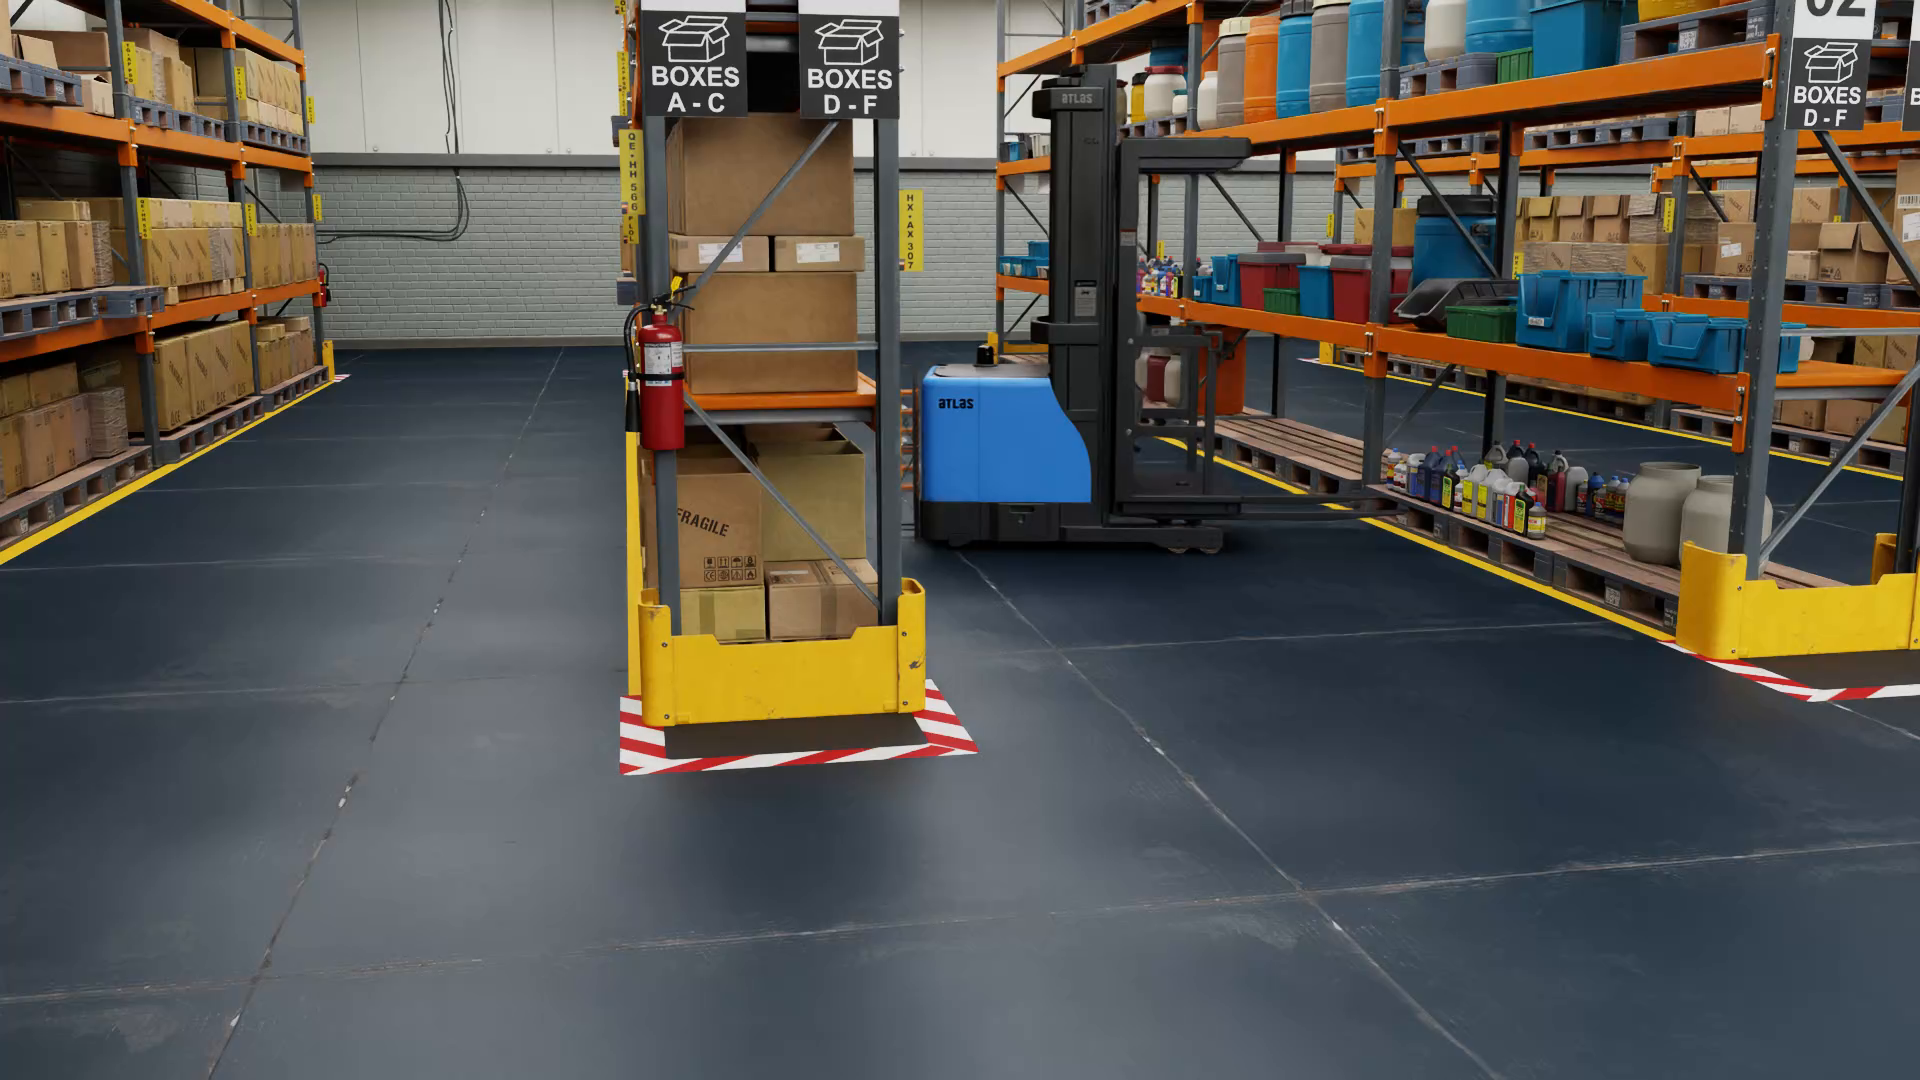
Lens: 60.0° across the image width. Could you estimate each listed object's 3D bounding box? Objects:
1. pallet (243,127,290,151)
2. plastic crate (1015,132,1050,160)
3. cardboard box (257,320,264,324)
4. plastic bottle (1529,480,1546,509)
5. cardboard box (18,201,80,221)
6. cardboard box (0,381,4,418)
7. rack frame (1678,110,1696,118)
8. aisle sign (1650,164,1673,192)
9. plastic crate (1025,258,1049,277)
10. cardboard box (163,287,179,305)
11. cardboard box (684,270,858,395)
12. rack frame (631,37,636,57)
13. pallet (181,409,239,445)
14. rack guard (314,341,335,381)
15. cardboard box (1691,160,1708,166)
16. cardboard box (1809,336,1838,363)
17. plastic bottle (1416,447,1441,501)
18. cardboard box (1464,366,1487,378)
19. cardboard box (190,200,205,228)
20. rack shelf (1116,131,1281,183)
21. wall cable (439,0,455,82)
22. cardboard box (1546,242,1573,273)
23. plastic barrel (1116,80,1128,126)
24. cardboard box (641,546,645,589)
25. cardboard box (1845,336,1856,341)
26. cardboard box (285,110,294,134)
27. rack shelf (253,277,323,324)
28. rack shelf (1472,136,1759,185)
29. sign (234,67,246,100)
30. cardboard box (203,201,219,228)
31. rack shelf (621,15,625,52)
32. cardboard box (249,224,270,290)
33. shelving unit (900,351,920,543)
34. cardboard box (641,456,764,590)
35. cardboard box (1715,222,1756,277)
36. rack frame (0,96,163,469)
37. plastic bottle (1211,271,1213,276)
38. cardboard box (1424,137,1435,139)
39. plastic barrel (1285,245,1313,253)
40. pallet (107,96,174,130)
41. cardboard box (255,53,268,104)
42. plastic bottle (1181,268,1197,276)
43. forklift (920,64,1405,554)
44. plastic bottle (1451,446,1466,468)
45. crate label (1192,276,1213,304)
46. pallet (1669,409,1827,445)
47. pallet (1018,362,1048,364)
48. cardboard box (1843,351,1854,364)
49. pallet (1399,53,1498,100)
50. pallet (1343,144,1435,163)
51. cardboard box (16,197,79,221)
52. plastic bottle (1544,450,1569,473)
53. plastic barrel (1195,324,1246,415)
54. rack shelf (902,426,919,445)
[{"bbox_3d":[-8.321,-4.597,19.042,1.003,0.211,1.213,-2,11,-11],"label":"pallet"},{"bbox_3d":[1.030,-5.040,21.299,0.504,0.338,0.767,-2,11,-11],"label":"plastic crate"},{"bbox_3d":[-8.504,-2.530,19.792,0.380,0.149,0.250,-2,11,-10],"label":"cardboard box"},{"bbox_3d":[3.409,-0.207,9.848,0.061,0.283,0.133,-2,11,-11],"label":"plastic bottle"},{"bbox_3d":[-6.986,-2.523,12.751,0.380,0.149,0.250,-4,12,-21],"label":"cardboard box"},{"bbox_3d":[-6.630,-0.898,10.894,0.500,0.250,0.500,-2,11,-12],"label":"cardboard box"},{"bbox_3d":[7.416,-5.547,15.775,1.000,3.000,0.127,-2,11,-11],"label":"rack frame"},{"bbox_3d":[10.437,-5.509,24.665,0.394,0.787,0.004,-2,11,-11],"label":"aisle sign"},{"bbox_3d":[1.042,-3.481,21.249,0.416,0.233,0.300,-2,11,-11],"label":"plastic crate"},{"bbox_3d":[-7.006,-2.113,14.396,0.380,0.149,0.250,-2,11,-9],"label":"cardboard box"},{"bbox_3d":[-0.824,-0.909,7.181,0.700,0.500,0.500,-2,11,-11],"label":"cardboard box"},{"bbox_3d":[-1.523,-4.454,10.031,1.000,3.000,0.127,-2,11,-11],"label":"rack frame"},{"bbox_3d":[-7.473,-1.061,15.704,1.003,0.211,1.213,-2,11,-11],"label":"pallet"},{"bbox_3d":[-8.720,-2.304,21.462,1.175,0.500,0.348,-2,11,-11],"label":"rack guard"},{"bbox_3d":[10.680,-5.441,23.639,0.500,0.250,0.500,-2,11,-9],"label":"cardboard box"},{"bbox_3d":[7.689,-1.738,15.309,0.500,0.250,0.500,-1,11,-5],"label":"cardboard box"},{"bbox_3d":[3.086,-0.438,10.884,0.144,0.351,0.185,-2,11,-9],"label":"plastic bottle"},{"bbox_3d":[6.783,-2.380,19.737,1.225,0.875,0.875,-2,11,-11],"label":"cardboard box"},{"bbox_3d":[-7.307,-3.009,15.363,0.500,0.250,0.500,-2,11,-12],"label":"cardboard box"},{"bbox_3d":[2.169,-3.907,17.103,1.077,0.370,4.000,-2,11,-11],"label":"rack shelf"},{"bbox_3d":[-6.812,-8.579,26.498,3.097,2.526,0.112,-2,11,-11],"label":"wall cable"},{"bbox_3d":[6.784,-3.011,18.226,0.500,0.500,0.500,-2,11,-10],"label":"cardboard box"},{"bbox_3d":[1.637,-4.795,18.356,0.433,0.535,0.433,0,11,0],"label":"plastic barrel"},{"bbox_3d":[-1.348,0.101,8.377,0.500,0.250,0.500,-2,11,-11],"label":"cardboard box"},{"bbox_3d":[11.660,-2.664,21.584,0.380,0.149,0.250,-2,11,-9],"label":"cardboard box"},{"bbox_3d":[-8.211,-4.962,19.734,0.500,0.250,0.500,-3,11,-13],"label":"cardboard box"},{"bbox_3d":[-8.327,-2.807,19.345,1.077,0.370,4.000,-2,11,-11],"label":"rack shelf"},{"bbox_3d":[7.027,-4.087,18.050,1.077,0.370,4.000,-2,11,-11],"label":"rack shelf"},{"bbox_3d":[-7.407,-4.697,17.106,0.100,0.325,0.005,-2,11,-11],"label":"sign"},{"bbox_3d":[-7.407,-3.103,15.854,0.500,0.250,0.500,-2,11,-10],"label":"cardboard box"},{"bbox_3d":[-3.468,-5.933,19.735,1.077,0.370,4.000,-2,11,-11],"label":"rack shelf"},{"bbox_3d":[-8.027,-3.041,17.849,0.980,0.700,0.700,-2,11,-10],"label":"cardboard box"},{"bbox_3d":[-0.392,-0.590,10.582,0.258,1.200,0.189,0,11,2],"label":"shelving unit"},{"bbox_3d":[-1.142,-0.085,7.345,0.500,0.500,0.500,-2,11,-11],"label":"cardboard box"},{"bbox_3d":[7.561,-2.758,15.774,0.500,0.500,0.500,-4,11,-18],"label":"cardboard box"},{"bbox_3d":[-7.160,-2.060,13.496,1.000,3.000,0.127,-2,11,-11],"label":"rack frame"},{"bbox_3d":[2.611,-2.668,17.001,0.061,0.283,0.133,-2,11,-11],"label":"plastic bottle"},{"bbox_3d":[6.327,-5.352,21.113,0.700,0.500,0.500,-2,11,-8],"label":"cardboard box"},{"bbox_3d":[2.968,-2.294,14.428,0.421,0.512,0.421,0,11,0],"label":"plastic barrel"},{"bbox_3d":[-7.337,-3.557,13.844,1.213,0.211,1.003,-2,11,-8],"label":"pallet"},{"bbox_3d":[-7.907,-5.052,18.200,0.500,0.500,0.500,-2,11,-12],"label":"cardboard box"},{"bbox_3d":[2.371,-2.741,17.205,0.144,0.351,0.185,-2,11,-11],"label":"plastic bottle"},{"bbox_3d":[1.277,-1.458,10.516,3.031,2.935,1.130,0,11,2],"label":"forklift"},{"bbox_3d":[3.227,-0.443,10.912,0.144,0.351,0.185,-2,11,-11],"label":"plastic bottle"},{"bbox_3d":[2.272,-2.247,14.927,0.303,0.233,0.416,-2,11,-11],"label":"crate label"},{"bbox_3d":[7.567,-1.087,15.843,1.003,0.211,1.213,-2,11,-11],"label":"pallet"},{"bbox_3d":[1.358,-2.142,21.384,1.003,0.211,1.213,-2,11,-11],"label":"pallet"},{"bbox_3d":[11.768,-2.380,21.680,0.380,0.149,0.250,-3,11,-13],"label":"cardboard box"},{"bbox_3d":[3.572,-2.938,10.595,1.213,0.211,1.003,-2,11,-11],"label":"pallet"},{"bbox_3d":[6.015,-5.362,23.059,1.003,0.211,1.213,-2,11,-11],"label":"pallet"},{"bbox_3d":[-7.502,-2.707,13.775,0.500,0.250,0.500,-2,11,-9],"label":"cardboard box"},{"bbox_3d":[3.844,-0.399,10.680,0.144,0.351,0.185,-2,11,-11],"label":"plastic bottle"},{"bbox_3d":[2.446,-1.649,16.021,0.600,0.830,0.708,-2,11,-11],"label":"plastic barrel"},{"bbox_3d":[-0.392,-0.664,10.568,0.258,0.103,0.180,0,11,2],"label":"rack shelf"}]
